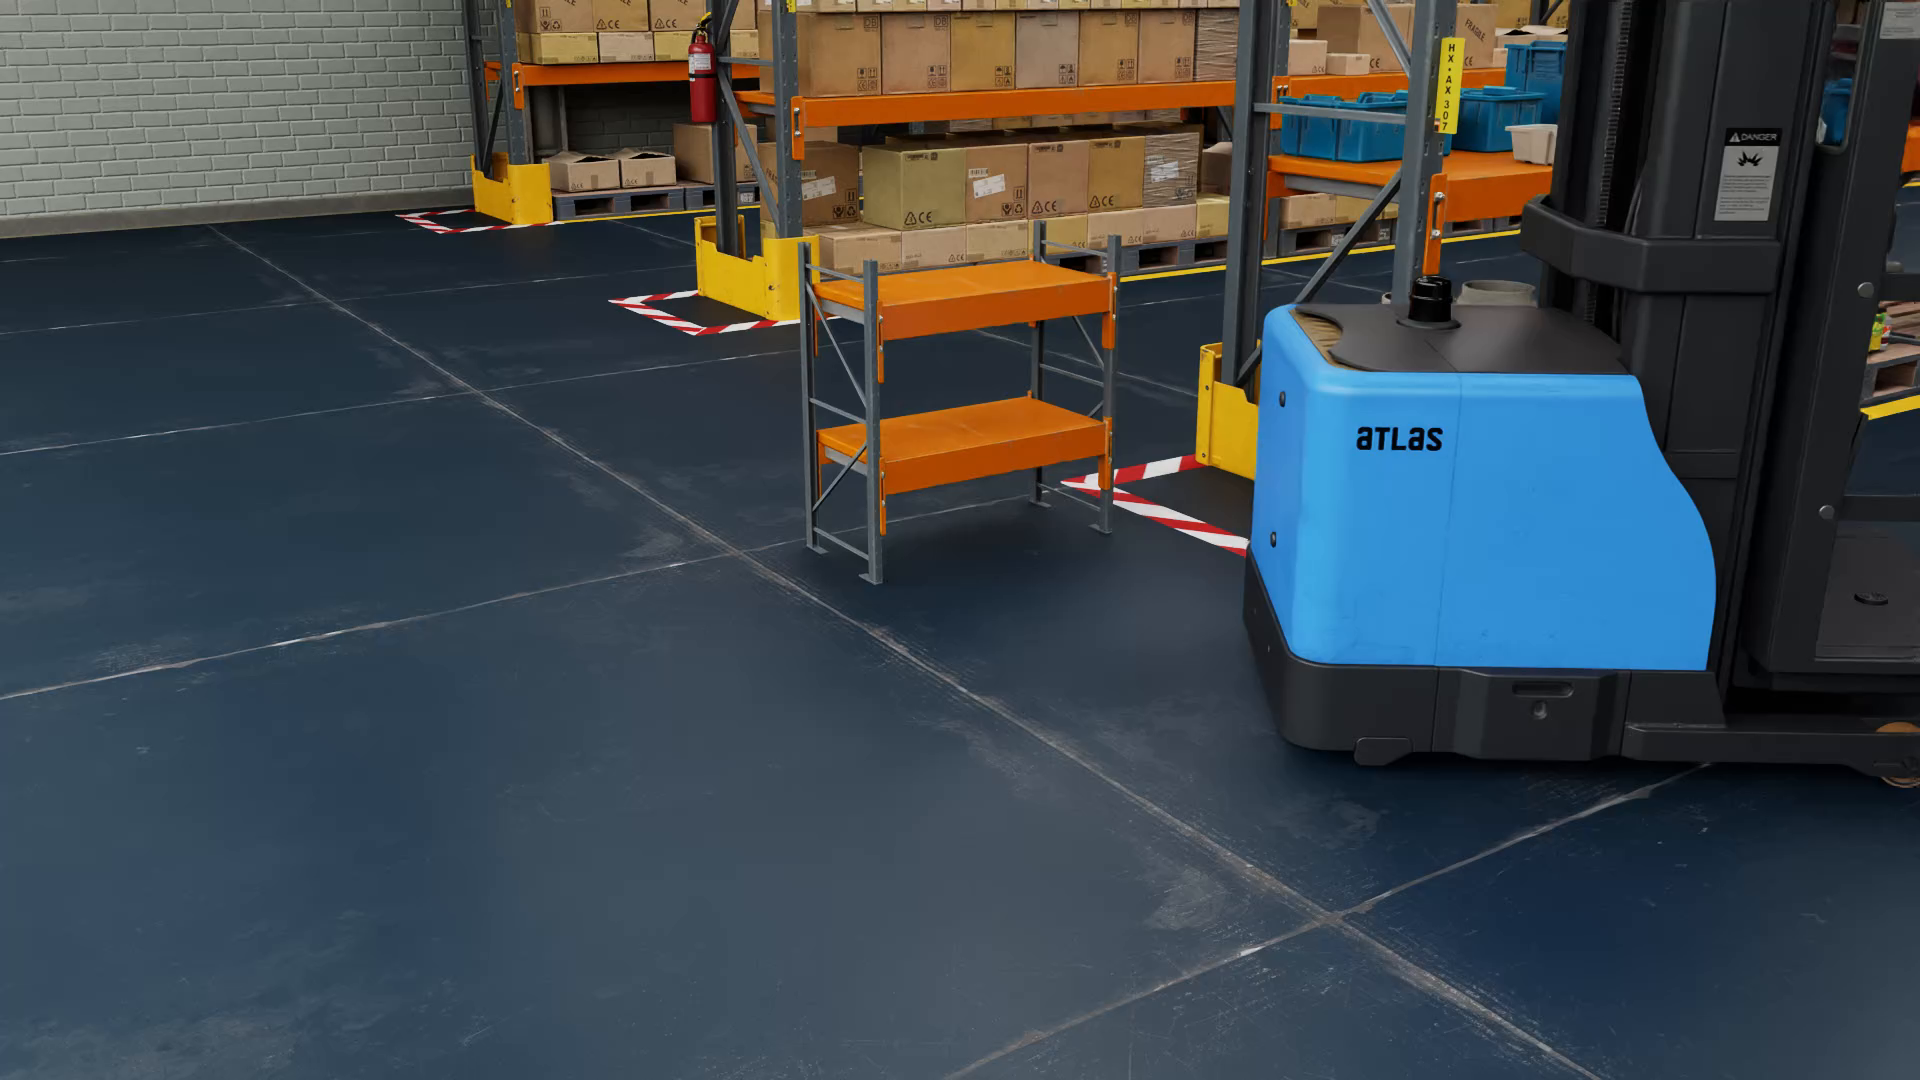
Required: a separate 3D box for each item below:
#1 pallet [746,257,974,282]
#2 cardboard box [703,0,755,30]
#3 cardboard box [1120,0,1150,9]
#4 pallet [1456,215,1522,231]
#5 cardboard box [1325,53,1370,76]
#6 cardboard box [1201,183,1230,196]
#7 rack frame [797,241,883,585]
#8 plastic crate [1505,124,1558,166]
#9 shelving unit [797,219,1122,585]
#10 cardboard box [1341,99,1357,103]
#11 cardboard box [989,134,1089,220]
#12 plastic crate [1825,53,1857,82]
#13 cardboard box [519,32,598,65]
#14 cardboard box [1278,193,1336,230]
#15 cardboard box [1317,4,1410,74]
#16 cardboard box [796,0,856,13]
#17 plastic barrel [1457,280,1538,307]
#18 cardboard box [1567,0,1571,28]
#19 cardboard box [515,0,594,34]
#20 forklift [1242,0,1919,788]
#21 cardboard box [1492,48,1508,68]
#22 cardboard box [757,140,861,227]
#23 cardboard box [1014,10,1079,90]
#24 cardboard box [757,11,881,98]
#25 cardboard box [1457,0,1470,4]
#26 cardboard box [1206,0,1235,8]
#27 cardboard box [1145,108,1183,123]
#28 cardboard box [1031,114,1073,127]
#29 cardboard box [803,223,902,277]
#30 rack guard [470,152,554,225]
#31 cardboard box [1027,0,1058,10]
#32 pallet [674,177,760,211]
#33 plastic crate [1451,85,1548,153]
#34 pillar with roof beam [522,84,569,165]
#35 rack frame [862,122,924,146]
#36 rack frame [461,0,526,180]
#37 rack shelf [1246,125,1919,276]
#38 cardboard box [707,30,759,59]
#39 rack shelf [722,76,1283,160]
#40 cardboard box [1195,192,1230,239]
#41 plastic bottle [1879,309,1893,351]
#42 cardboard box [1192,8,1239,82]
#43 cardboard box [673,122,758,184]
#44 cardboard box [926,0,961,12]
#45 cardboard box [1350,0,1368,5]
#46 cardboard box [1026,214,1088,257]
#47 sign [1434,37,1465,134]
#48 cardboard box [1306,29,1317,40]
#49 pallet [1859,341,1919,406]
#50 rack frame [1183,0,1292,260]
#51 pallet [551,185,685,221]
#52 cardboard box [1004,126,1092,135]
[{"bbox_3d":[-0.673,-1.775,11.164,1.213,0.211,1.003,-12,22,-31],"label":"pallet"},{"bbox_3d":[-2.175,-4.839,14.907,0.500,0.500,0.500,-11,22,-30],"label":"cardboard box"},{"bbox_3d":[1.092,-3.725,11.410,0.250,0.149,0.380,-12,22,-32],"label":"cardboard box"},{"bbox_3d":[4.684,-2.903,14.503,1.213,0.211,1.003,-12,22,-31],"label":"pallet"},{"bbox_3d":[2.904,-3.637,12.710,0.250,0.149,0.380,-12,22,-31],"label":"cardboard box"},{"bbox_3d":[2.239,-2.701,13.189,0.500,0.250,0.500,-12,22,-32],"label":"cardboard box"},{"bbox_3d":[-0.419,-0.445,5.803,0.032,1.125,0.500,-12,22,-31],"label":"rack frame"},{"bbox_3d":[2.357,-1.571,6.619,0.250,0.136,0.298,-12,22,-31],"label":"plastic crate"},{"bbox_3d":[0.006,-0.534,6.068,1.048,1.125,0.538,-12,22,-31],"label":"shelving unit"},{"bbox_3d":[4.086,-5.111,19.379,0.750,0.750,0.750,-12,22,-32],"label":"cardboard box"},{"bbox_3d":[0.536,-2.500,11.422,0.500,0.500,0.500,-12,22,-31],"label":"cardboard box"},{"bbox_3d":[4.266,-2.241,8.287,0.504,0.338,0.767,-12,22,-31],"label":"plastic crate"},{"bbox_3d":[-3.434,-4.213,14.227,0.500,0.250,0.500,-13,22,-33],"label":"cardboard box"},{"bbox_3d":[2.525,-2.555,12.757,0.500,0.250,0.500,-13,22,-33],"label":"cardboard box"},{"bbox_3d":[3.142,-3.925,13.016,0.500,0.500,0.500,-10,21,-28],"label":"cardboard box"},{"bbox_3d":[-0.843,-3.316,10.200,0.250,0.149,0.380,-12,22,-32],"label":"cardboard box"},{"bbox_3d":[2.359,-0.869,7.361,0.421,0.512,0.421,0,19,0],"label":"plastic barrel"},{"bbox_3d":[7.683,-6.879,21.440,0.700,0.700,0.980,-13,23,-34],"label":"cardboard box"},{"bbox_3d":[-3.452,-4.571,14.115,0.500,0.500,0.500,-12,22,-31],"label":"cardboard box"},{"bbox_3d":[2.393,-0.915,4.375,3.031,2.935,1.130,1,19,2],"label":"forklift"},{"bbox_3d":[4.359,-4.000,13.785,0.250,0.149,0.380,-10,21,-27],"label":"cardboard box"},{"bbox_3d":[-1.005,-2.375,11.054,0.500,0.500,0.500,-12,22,-31],"label":"cardboard box"},{"bbox_3d":[0.400,-3.349,11.312,0.500,0.500,0.700,-11,22,-30],"label":"cardboard box"},{"bbox_3d":[-0.892,-3.076,10.503,0.500,0.500,0.700,-12,22,-31],"label":"cardboard box"},{"bbox_3d":[5.759,-6.437,19.949,0.500,0.500,0.500,-12,22,-32],"label":"cardboard box"},{"bbox_3d":[1.735,-3.861,11.812,0.250,0.149,0.380,-12,22,-33],"label":"cardboard box"},{"bbox_3d":[2.092,-4.567,18.285,0.500,0.500,0.700,-12,22,-31],"label":"cardboard box"},{"bbox_3d":[0.782,-4.320,17.557,0.500,0.500,0.700,-12,22,-31],"label":"cardboard box"},{"bbox_3d":[-0.719,-1.881,10.763,0.500,0.250,0.500,-12,22,-31],"label":"cardboard box"},{"bbox_3d":[-3.953,-3.103,14.643,0.348,0.500,1.175,-12,22,-31],"label":"rack guard"},{"bbox_3d":[0.442,-3.586,11.000,0.250,0.149,0.380,-12,22,-31],"label":"cardboard box"},{"bbox_3d":[-2.237,-3.314,15.717,1.213,0.211,1.003,-12,22,-31],"label":"pallet"},{"bbox_3d":[2.231,-1.835,7.220,0.408,0.251,0.499,-12,22,-31],"label":"plastic crate"},{"bbox_3d":[-1.540,-6.319,10.886,0.400,9.000,9.100,-12,22,-31],"label":"pillar with roof beam"},{"bbox_3d":[-0.676,-4.979,16.287,0.127,3.000,1.000,-12,22,-31],"label":"rack frame"},{"bbox_3d":[-4.016,-4.274,14.203,0.127,3.000,1.000,-12,22,-31],"label":"rack frame"},{"bbox_3d":[3.103,-1.636,7.522,4.000,0.370,1.077,-12,22,-31],"label":"rack shelf"},{"bbox_3d":[-2.156,-4.485,15.031,0.500,0.250,0.500,-12,22,-31],"label":"cardboard box"},{"bbox_3d":[0.382,-2.961,11.443,4.000,0.370,1.077,-12,22,-31],"label":"rack shelf"},{"bbox_3d":[1.785,-2.410,12.329,0.500,0.250,0.500,-12,22,-31],"label":"cardboard box"},{"bbox_3d":[4.641,-1.064,8.391,0.097,0.201,0.097,0,19,0],"label":"plastic bottle"},{"bbox_3d":[1.685,-3.622,12.118,0.500,0.500,0.700,-13,22,-33],"label":"cardboard box"},{"bbox_3d":[-2.273,-3.612,15.462,0.500,0.500,0.700,-14,23,-35],"label":"cardboard box"},{"bbox_3d":[-0.203,-3.450,10.599,0.250,0.149,0.380,-12,22,-32],"label":"cardboard box"},{"bbox_3d":[4.500,-6.169,19.156,0.500,0.500,0.500,-11,22,-30],"label":"cardboard box"},{"bbox_3d":[0.535,-2.145,11.543,0.500,0.250,0.500,-12,22,-31],"label":"cardboard box"},{"bbox_3d":[1.731,-1.607,5.883,0.005,0.325,0.100,-12,22,-31],"label":"sign"},{"bbox_3d":[3.905,-5.761,18.963,0.250,0.149,0.380,-11,22,-30],"label":"cardboard box"},{"bbox_3d":[4.189,-0.900,8.579,1.213,0.211,1.003,-12,22,-31],"label":"pallet"},{"bbox_3d":[2.052,-3.654,12.370,0.127,3.000,1.000,-12,22,-31],"label":"rack frame"},{"bbox_3d":[-3.255,-3.100,15.085,1.213,0.211,1.003,-12,22,-31],"label":"pallet"},{"bbox_3d":[0.657,-2.732,12.108,0.500,0.500,0.500,-12,22,-31],"label":"cardboard box"}]
